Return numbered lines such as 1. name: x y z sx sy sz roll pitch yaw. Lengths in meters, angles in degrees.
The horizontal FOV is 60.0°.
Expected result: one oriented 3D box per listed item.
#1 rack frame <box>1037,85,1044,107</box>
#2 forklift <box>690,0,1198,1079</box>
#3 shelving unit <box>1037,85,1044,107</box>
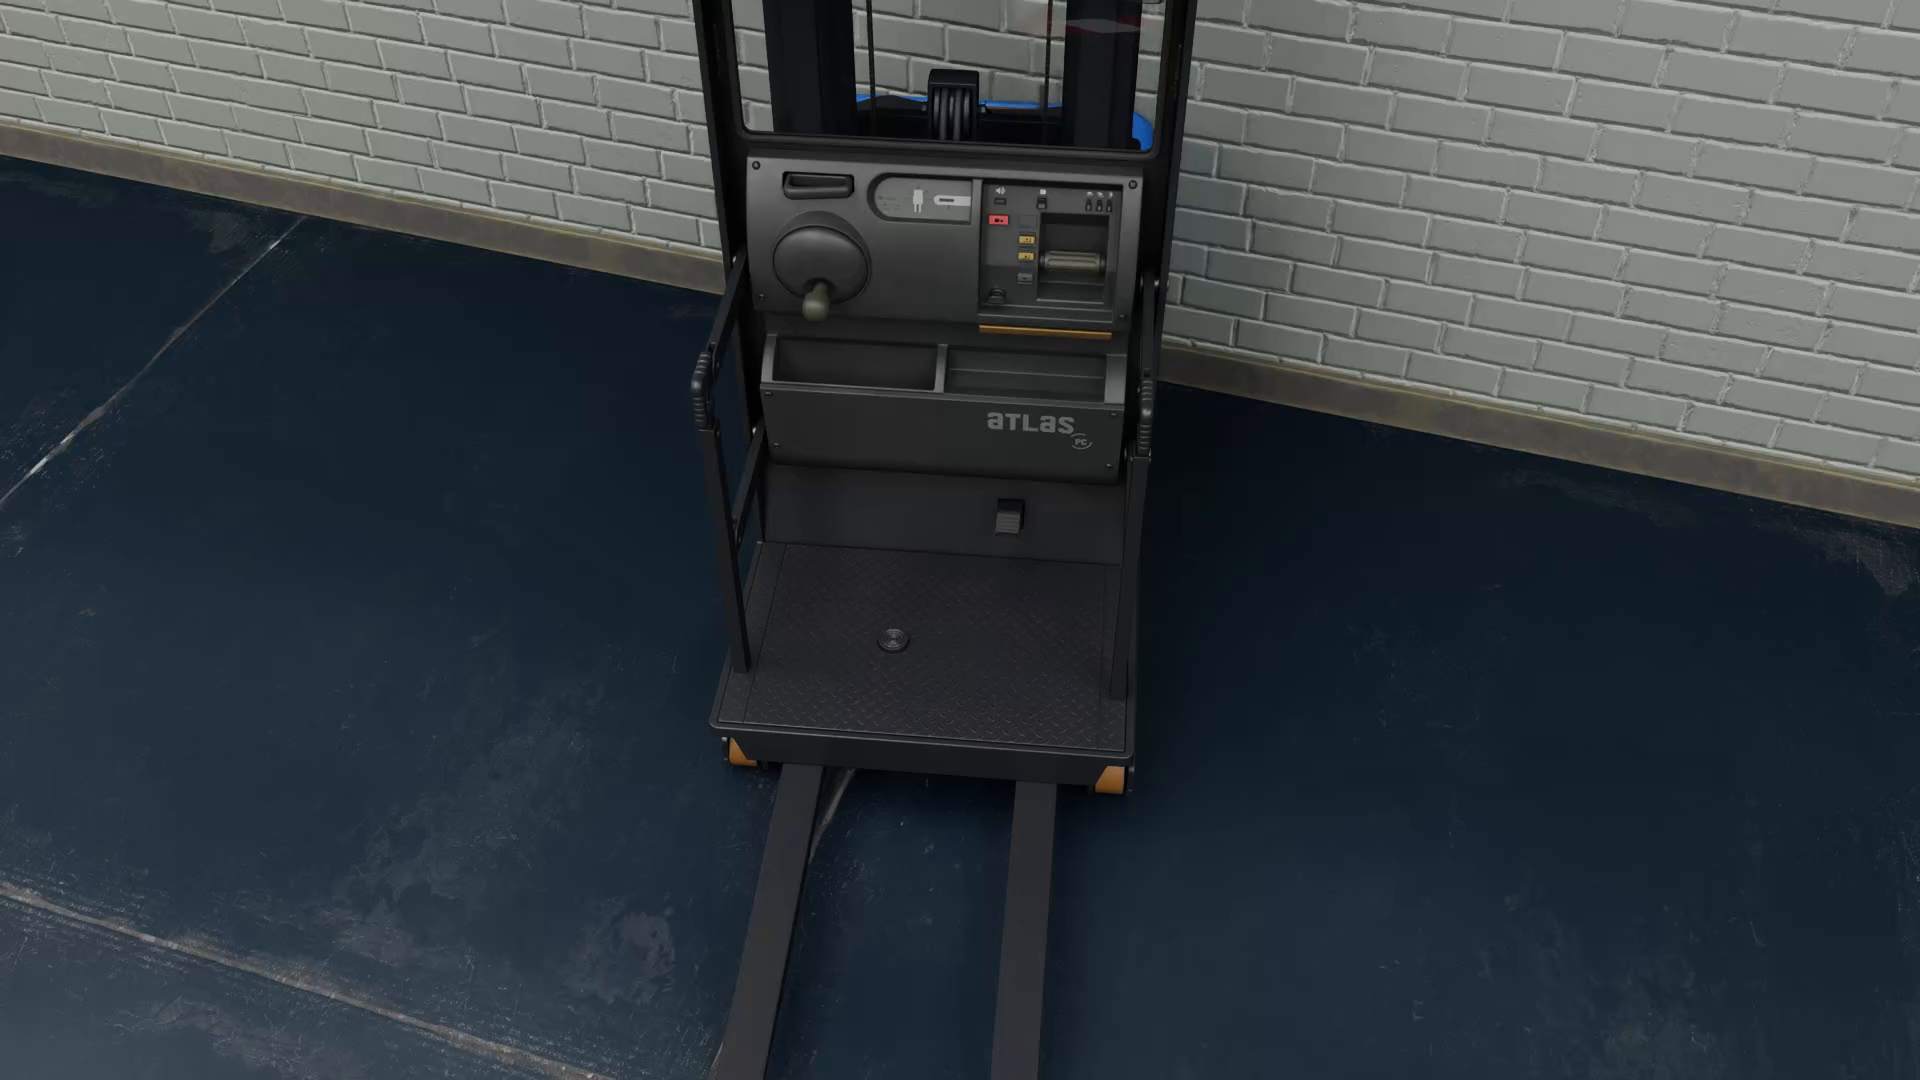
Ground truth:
1. rack frame: 0.152 -0.939 5.437 0.240 1.200 0.006 11 43 14
2. forklift: -0.060 -0.610 3.778 1.130 2.935 3.031 4 45 4
3. shelving unit: 0.180 -0.996 5.503 0.258 1.200 0.189 11 43 14
